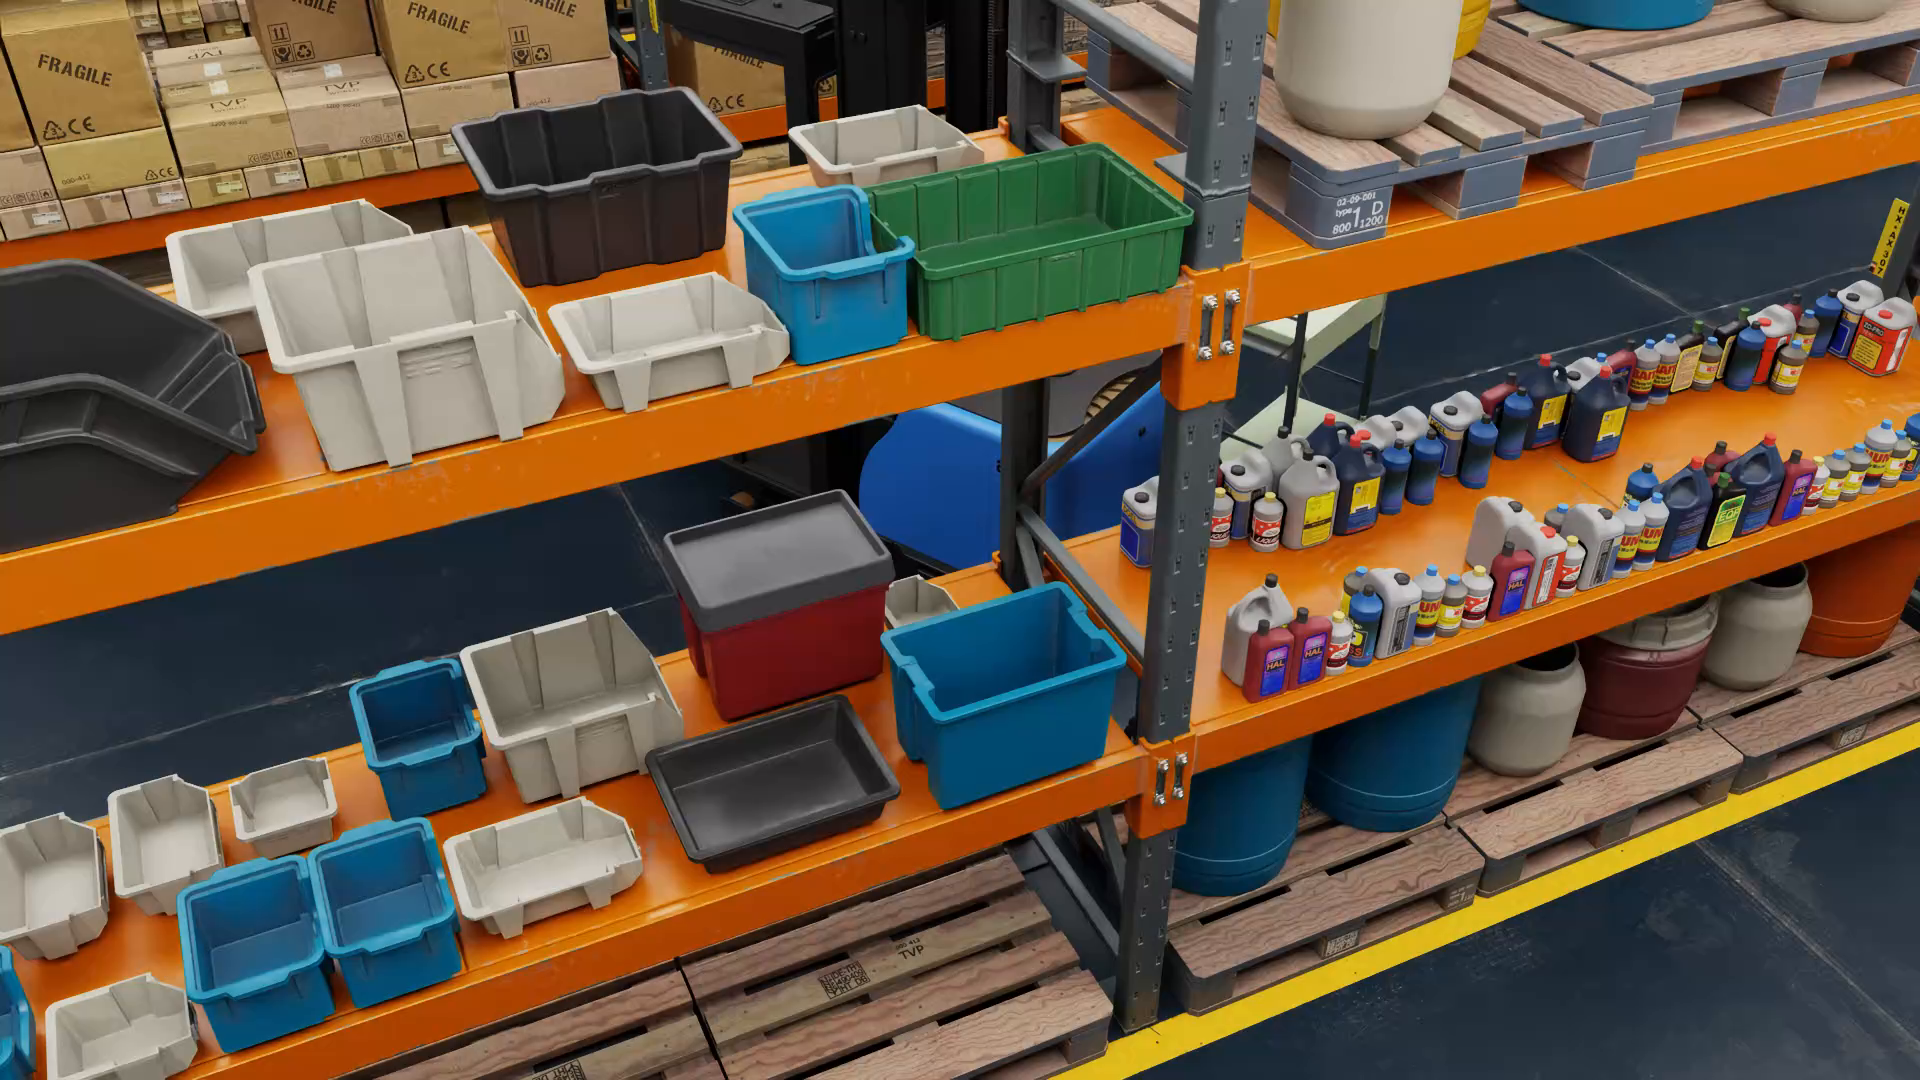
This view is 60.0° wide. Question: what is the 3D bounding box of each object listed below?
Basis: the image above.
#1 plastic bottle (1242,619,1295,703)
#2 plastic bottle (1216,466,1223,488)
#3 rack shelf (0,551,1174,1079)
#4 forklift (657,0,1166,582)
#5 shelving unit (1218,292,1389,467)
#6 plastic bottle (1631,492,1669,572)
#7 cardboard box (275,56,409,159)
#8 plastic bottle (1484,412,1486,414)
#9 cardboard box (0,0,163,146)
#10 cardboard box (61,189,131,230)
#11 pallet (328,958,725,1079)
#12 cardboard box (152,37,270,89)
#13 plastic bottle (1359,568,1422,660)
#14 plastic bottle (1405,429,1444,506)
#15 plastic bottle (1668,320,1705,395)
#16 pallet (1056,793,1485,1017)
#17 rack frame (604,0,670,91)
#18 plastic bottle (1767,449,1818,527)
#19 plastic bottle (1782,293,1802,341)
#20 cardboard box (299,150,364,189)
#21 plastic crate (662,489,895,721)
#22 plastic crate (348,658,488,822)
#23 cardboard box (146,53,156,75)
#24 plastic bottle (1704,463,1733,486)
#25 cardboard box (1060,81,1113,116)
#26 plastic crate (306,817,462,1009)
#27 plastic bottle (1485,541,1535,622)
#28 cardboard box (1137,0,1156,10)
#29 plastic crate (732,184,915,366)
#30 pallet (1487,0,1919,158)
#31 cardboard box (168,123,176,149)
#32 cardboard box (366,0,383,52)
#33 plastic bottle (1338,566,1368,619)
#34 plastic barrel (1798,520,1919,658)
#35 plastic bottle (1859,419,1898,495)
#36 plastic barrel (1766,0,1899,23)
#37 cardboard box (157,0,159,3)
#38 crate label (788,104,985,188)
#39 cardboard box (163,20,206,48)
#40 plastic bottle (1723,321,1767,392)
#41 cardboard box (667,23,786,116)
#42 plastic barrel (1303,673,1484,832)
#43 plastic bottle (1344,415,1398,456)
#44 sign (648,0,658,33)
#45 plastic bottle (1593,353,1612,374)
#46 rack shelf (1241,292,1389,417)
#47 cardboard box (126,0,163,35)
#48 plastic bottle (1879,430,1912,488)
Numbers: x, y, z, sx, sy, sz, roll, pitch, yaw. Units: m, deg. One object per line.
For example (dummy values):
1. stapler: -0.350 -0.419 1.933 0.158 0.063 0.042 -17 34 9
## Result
1. plastic bottle: 0.906 0.342 4.869 0.133 0.283 0.061 -16 39 -20
2. plastic bottle: 0.802 -0.152 5.535 0.133 0.283 0.061 -16 39 -20
3. rack shelf: -1.417 0.953 4.551 4.000 0.370 1.077 -16 39 -20
4. forklift: -0.504 -1.397 7.173 3.031 2.935 1.130 24 43 28
5. shelving unit: 1.442 -0.583 7.278 0.431 1.500 0.755 26 44 31
6. plastic bottle: 2.227 -0.034 5.386 0.097 0.271 0.097 0 37 0
7. cardboard box: -2.929 -2.057 7.882 0.500 0.250 0.500 -15 39 -19
8. plastic bottle: 1.825 -0.393 5.929 0.097 0.201 0.097 0 37 0
9. cardboard box: -3.864 -2.098 7.307 0.500 0.500 0.500 -17 40 -21
10. cardboard box: -3.941 -1.573 7.563 0.250 0.149 0.380 -16 40 -21
11. pallet: -1.362 1.796 5.151 1.213 0.211 1.003 -16 39 -20
12. cardboard box: -3.617 -2.217 8.097 0.500 0.250 0.500 -16 39 -20
13. plastic bottle: 1.305 0.204 5.062 0.135 0.276 0.152 -16 39 -20
14. plastic bottle: 1.591 -0.256 5.685 0.097 0.271 0.097 0 37 0
15. plastic bottle: 2.717 -0.687 6.257 0.133 0.283 0.061 -16 39 -20
16. pallet: 1.109 1.105 6.083 1.213 0.211 1.003 -16 39 -20
17. rack frame: -1.711 -2.513 8.620 0.127 3.000 1.000 -16 39 -20
18. plastic bottle: 2.794 -0.186 5.580 0.133 0.283 0.061 -16 39 -20
19. plastic bottle: 3.168 -0.814 6.427 0.133 0.283 0.061 -16 39 -20
20. cardboard box: -3.011 -1.833 7.914 0.250 0.149 0.380 -16 40 -21
21. plastic crate: -0.522 0.199 4.860 0.583 0.464 0.402 -16 39 -20
22. plastic crate: -1.478 0.556 4.573 0.300 0.233 0.416 -16 39 -20
23. cardboard box: -5.846 -3.483 11.968 0.250 0.149 0.380 -16 39 -20
24. plastic bottle: 2.480 -0.138 5.516 0.133 0.283 0.061 -16 39 -20
25. cardboard box: 0.466 -2.456 9.974 0.875 0.875 1.225 -15 39 -20
26. plastic crate: -1.401 0.920 4.082 0.300 0.233 0.416 -16 39 -20
27. plastic bottle: 1.710 0.117 5.172 0.133 0.283 0.061 -16 39 -20
28. cardboard box: 1.114 -3.184 9.441 0.500 0.500 0.500 -16 39 -20
29. plastic crate: -0.295 -0.577 3.632 0.300 0.233 0.416 -16 39 -20
30. pallet: 2.087 -1.511 4.909 1.213 0.211 1.003 -16 39 -20
31. cardboard box: -3.766 -2.054 8.212 0.250 0.149 0.380 -15 39 -19
32. cardboard box: -2.703 -2.769 8.213 0.500 0.500 0.500 -16 39 -20
33. plastic bottle: 1.235 0.171 5.168 0.097 0.201 0.097 0 37 0
34. plastic barrel: 3.578 -0.018 6.726 0.708 0.830 0.600 -16 39 -20
35. plastic bottle: 3.156 -0.294 5.736 0.097 0.271 0.097 0 37 0
36. plastic barrel: 2.473 -1.752 4.610 0.433 0.535 0.433 0 37 0
37. cardboard box: -5.778 -4.037 12.216 0.250 0.149 0.380 -17 40 -21
38. crate label: -0.173 -0.973 4.247 0.466 0.136 0.293 -16 39 -20
39. cardboard box: -5.603 -3.702 12.015 0.250 0.149 0.380 -14 39 -18
40. plastic bottle: 2.975 -0.703 6.288 0.097 0.271 0.097 0 37 0
41. cardboard box: -1.189 -2.535 8.565 0.500 0.500 0.500 -15 39 -20
42. plastic barrel: 1.534 0.525 5.934 0.708 0.901 0.600 -16 39 -20
43. plastic bottle: 1.400 -0.286 5.722 0.135 0.276 0.152 -16 39 -20
44. sign: -1.474 -2.593 7.936 0.005 0.325 0.100 -16 39 -20
45. plastic bottle: 2.323 -0.561 6.096 0.097 0.271 0.097 0 37 0
46. rack shelf: 1.442 -0.897 7.045 0.431 0.370 0.720 26 44 31
47. cardboard box: -5.804 -3.715 11.781 0.250 0.149 0.380 -14 39 -18
48. plastic bottle: 3.244 -0.290 5.790 0.097 0.201 0.097 0 37 0
